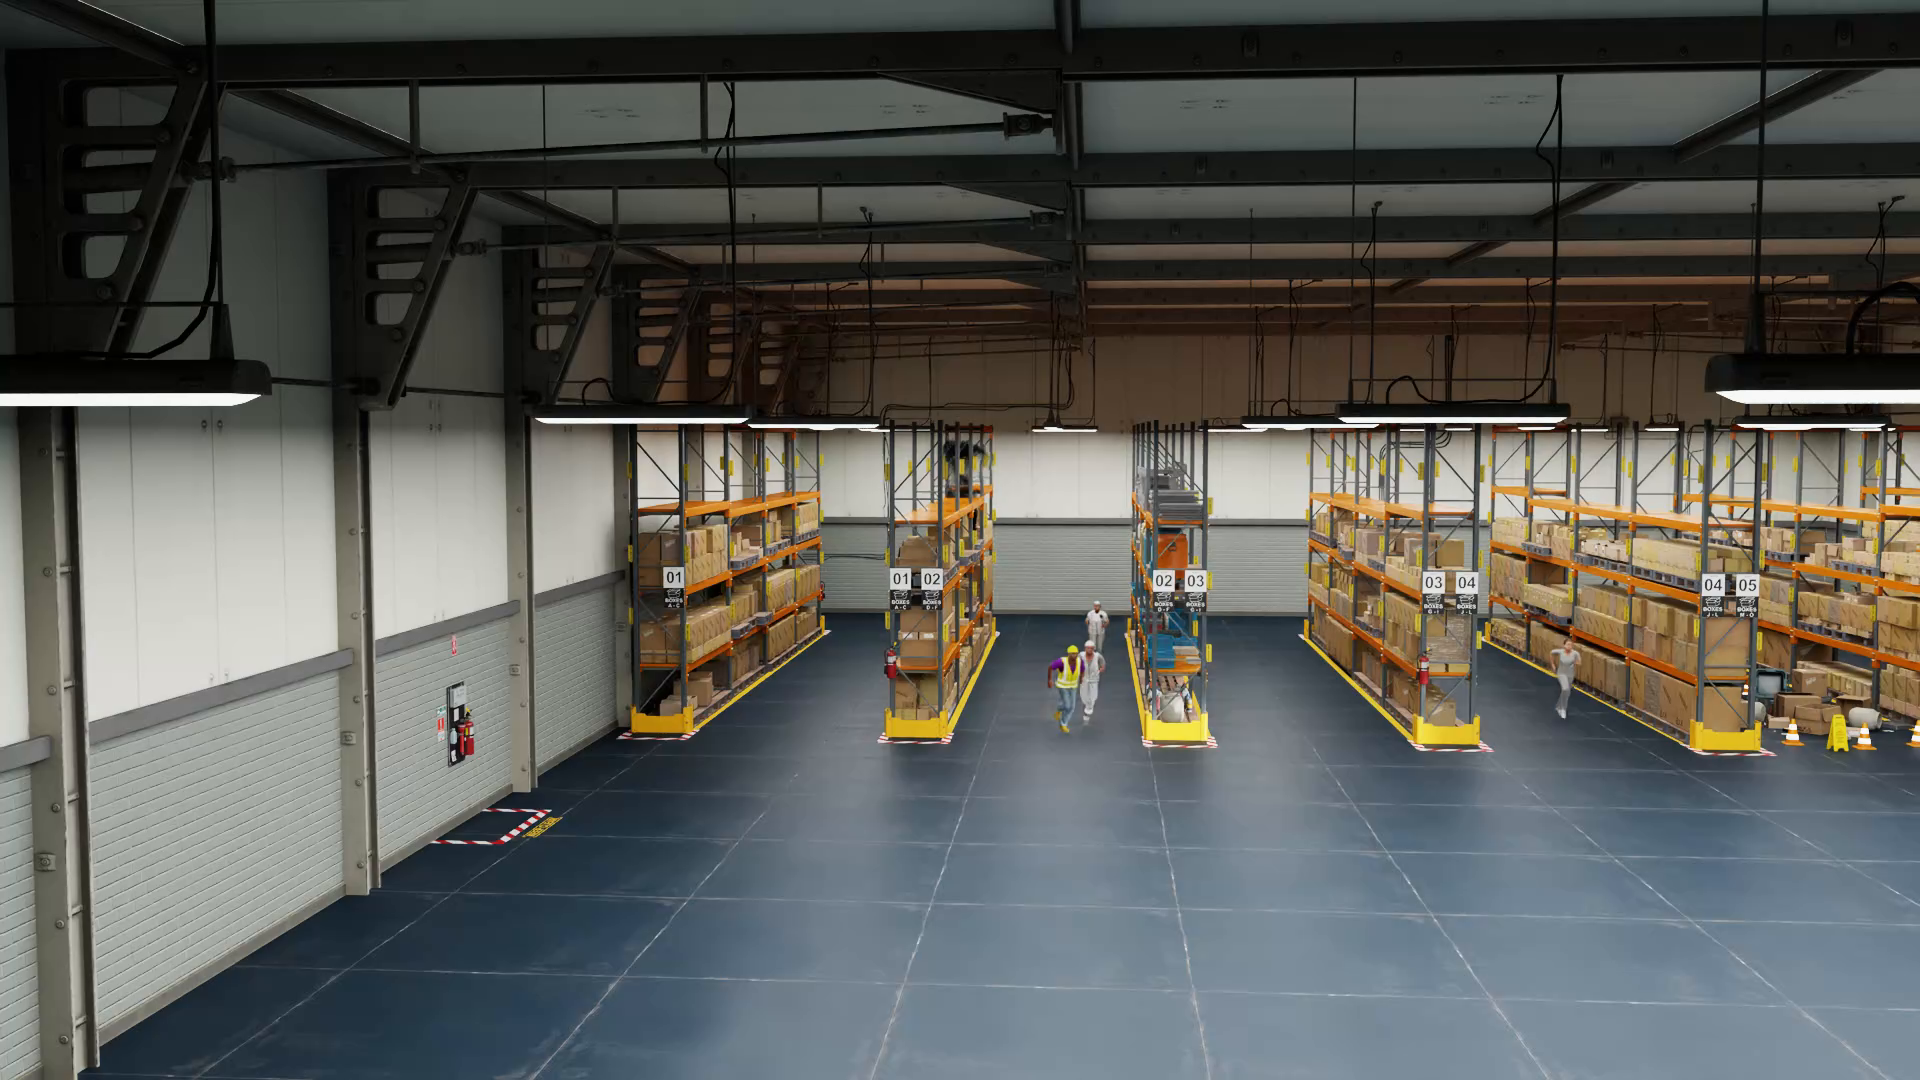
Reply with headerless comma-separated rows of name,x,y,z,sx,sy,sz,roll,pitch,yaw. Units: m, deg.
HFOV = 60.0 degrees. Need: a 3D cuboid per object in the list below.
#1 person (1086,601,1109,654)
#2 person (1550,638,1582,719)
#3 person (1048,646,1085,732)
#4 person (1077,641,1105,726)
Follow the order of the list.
person,3.372,2.326,40.780,0.580,1.658,0.638,0,4,4
person,12.229,2.775,33.615,0.558,1.624,0.894,0,4,2
person,2.078,2.862,32.093,0.689,1.686,0.737,-2,4,-28
person,2.530,2.809,32.745,0.651,1.707,0.743,0,4,-2
